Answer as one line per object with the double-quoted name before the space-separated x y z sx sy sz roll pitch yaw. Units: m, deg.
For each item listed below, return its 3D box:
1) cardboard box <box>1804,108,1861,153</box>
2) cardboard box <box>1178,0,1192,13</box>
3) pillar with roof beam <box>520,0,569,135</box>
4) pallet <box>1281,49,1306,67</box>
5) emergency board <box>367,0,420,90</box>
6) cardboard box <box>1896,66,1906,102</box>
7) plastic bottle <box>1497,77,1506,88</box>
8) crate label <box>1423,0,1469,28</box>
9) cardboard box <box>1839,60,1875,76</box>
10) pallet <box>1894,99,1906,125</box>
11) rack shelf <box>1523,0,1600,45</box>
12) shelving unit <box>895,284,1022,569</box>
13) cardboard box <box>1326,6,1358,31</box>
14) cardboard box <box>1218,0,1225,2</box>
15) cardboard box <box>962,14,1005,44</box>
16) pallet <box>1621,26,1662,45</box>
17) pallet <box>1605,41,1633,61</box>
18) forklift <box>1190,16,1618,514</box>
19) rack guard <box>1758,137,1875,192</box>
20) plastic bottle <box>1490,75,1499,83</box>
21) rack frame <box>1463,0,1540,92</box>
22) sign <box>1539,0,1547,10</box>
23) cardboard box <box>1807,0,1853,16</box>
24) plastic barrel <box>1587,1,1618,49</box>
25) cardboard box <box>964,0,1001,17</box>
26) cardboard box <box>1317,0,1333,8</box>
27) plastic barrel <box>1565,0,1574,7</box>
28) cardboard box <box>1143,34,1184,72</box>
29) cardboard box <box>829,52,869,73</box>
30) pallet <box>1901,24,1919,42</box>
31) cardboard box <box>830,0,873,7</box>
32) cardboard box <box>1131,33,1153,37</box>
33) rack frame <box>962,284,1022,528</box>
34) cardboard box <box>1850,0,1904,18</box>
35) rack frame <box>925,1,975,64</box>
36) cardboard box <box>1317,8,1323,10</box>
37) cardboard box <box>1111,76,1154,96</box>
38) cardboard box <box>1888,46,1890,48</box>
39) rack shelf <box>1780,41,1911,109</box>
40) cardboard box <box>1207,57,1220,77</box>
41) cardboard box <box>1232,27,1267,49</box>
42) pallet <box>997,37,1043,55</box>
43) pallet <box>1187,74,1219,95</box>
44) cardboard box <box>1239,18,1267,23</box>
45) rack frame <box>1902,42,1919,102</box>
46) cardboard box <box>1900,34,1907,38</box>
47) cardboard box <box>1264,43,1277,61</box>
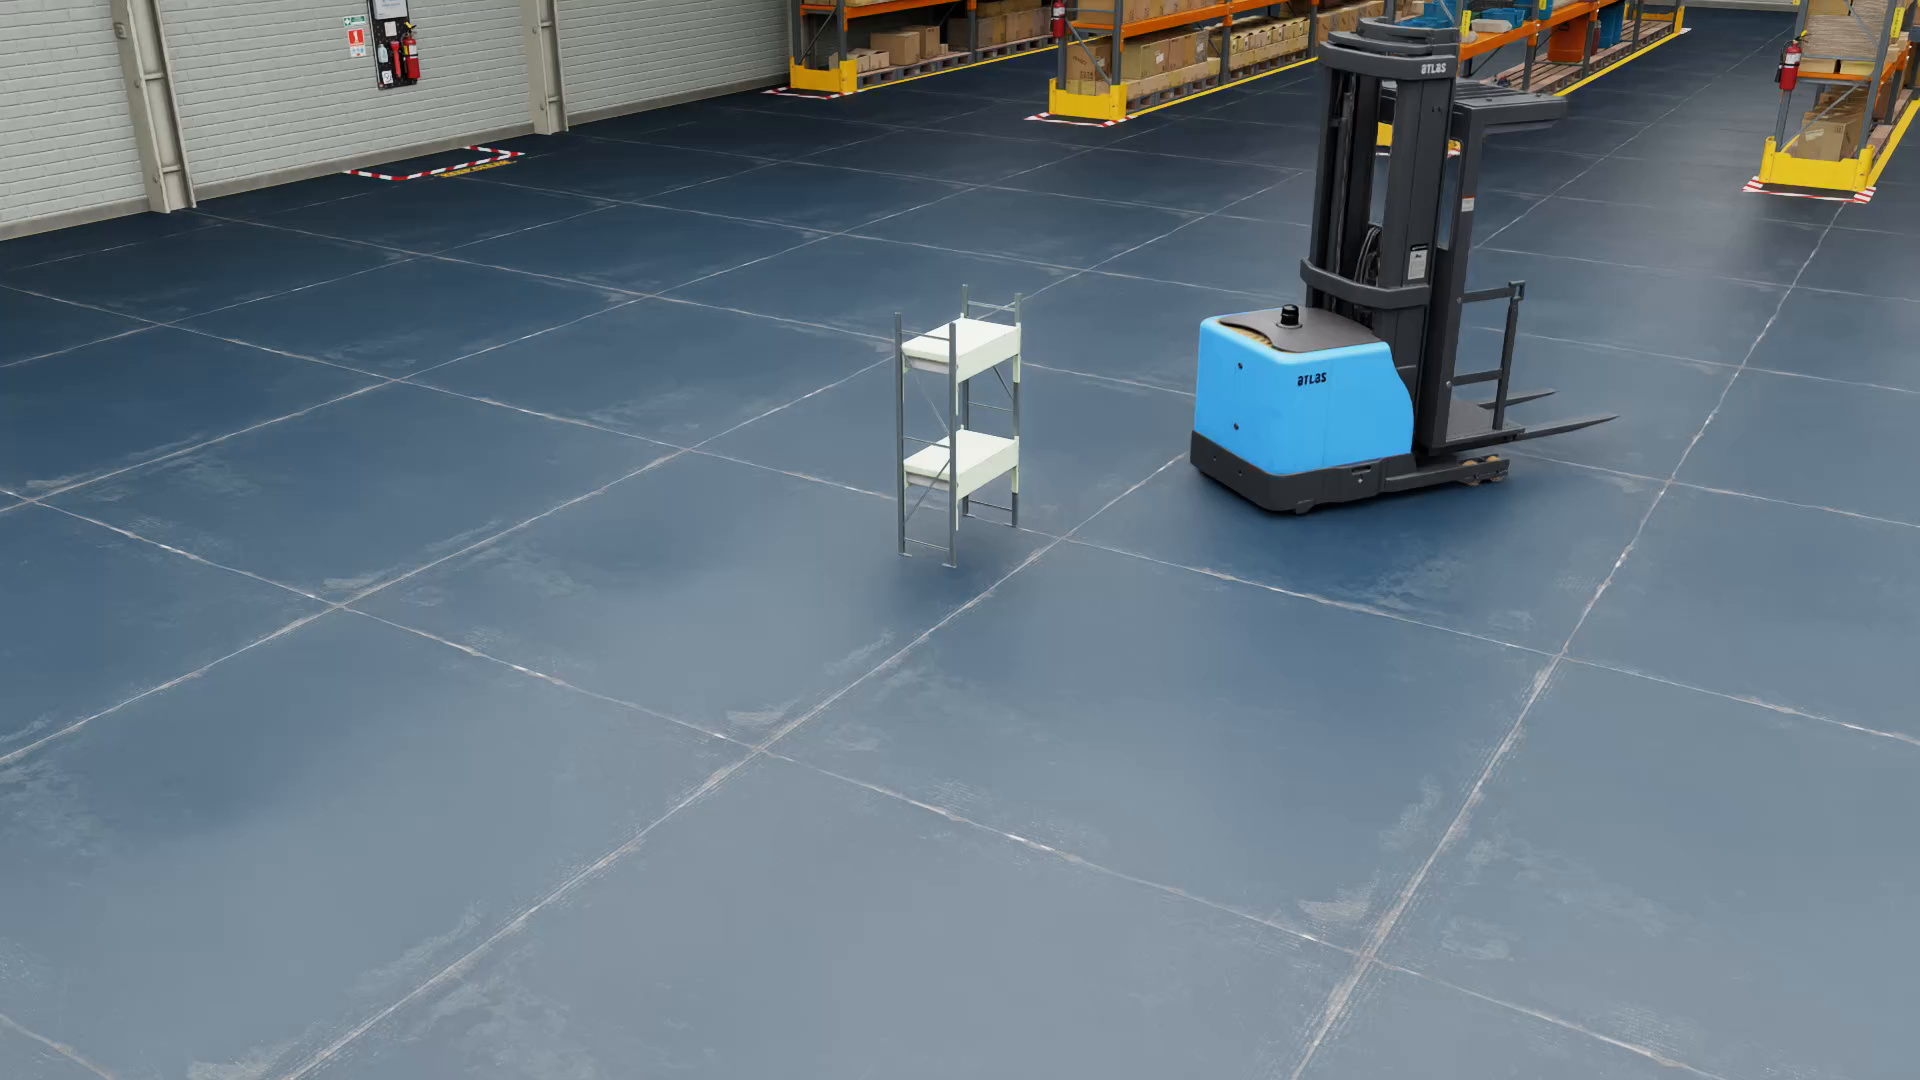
"cardboard box" 10.963 -5.143 20.972 0.500 0.500 0.500 -20 31 -39
"cardboard box" 3.259 -8.655 26.342 0.700 0.500 0.500 14 27 30
"pillar with roof beam" -2.165 -9.038 19.801 9.100 9.000 0.400 14 27 29
"pallet" 5.671 -8.909 30.564 1.003 0.211 1.213 14 27 29
"emergency board" -7.158 -6.361 21.169 0.194 1.169 0.643 14 27 29
"cardboard box" 13.641 -6.823 24.827 0.700 0.500 0.500 16 28 33
"plastic bottle" 8.039 -6.713 24.761 0.144 0.351 0.185 12 26 26
"crate label" 6.866 -7.413 23.554 0.502 0.435 0.616 14 27 29
"cardboard box" 10.686 -5.612 19.754 0.380 0.149 0.250 14 27 29
"pallet" 13.495 -6.428 24.832 1.003 0.211 1.213 14 27 29
"rack shelf" 9.290 -8.414 26.816 1.077 0.370 4.000 14 27 29
"shelving unit" -0.004 -0.686 9.947 0.431 1.500 0.755 14 27 29
"cardboard box" 7.433 -10.130 32.467 0.500 0.500 0.500 13 27 27
"cardboard box" 4.251 -9.215 27.949 0.500 0.250 0.500 16 28 32
"cardboard box" 0.422 -9.637 31.327 0.700 0.500 0.500 13 27 28
"pallet" 13.452 -10.159 33.451 1.003 0.211 1.213 14 27 29
"pallet" 12.012 -9.238 31.323 1.003 0.211 1.213 14 27 29
"forklift" 3.122 -1.886 10.916 3.031 2.935 1.130 -10 25 -22
"rack guard" 10.373 -4.559 20.153 1.175 0.500 0.348 14 27 29
"plastic bottle" 8.018 -6.808 24.980 0.144 0.351 0.185 14 27 29
"rack frame" 8.235 -8.069 25.113 1.000 3.000 0.127 14 27 29
"sign" 8.696 -8.077 24.783 0.100 0.325 0.005 14 27 29
"cardboard box" 10.413 -6.560 19.868 0.500 0.500 0.500 14 27 29
"plastic barrel" 11.780 -9.580 30.716 0.600 0.901 0.708 14 27 29
"cardboard box" 0.422 -9.945 31.096 0.500 0.250 0.500 13 27 28
"cardboard box" 6.995 -10.588 32.581 0.500 0.250 0.500 13 27 28
"plastic barrel" 9.761 -8.936 26.976 0.421 0.512 0.421 0 23 0
"cardboard box" 3.184 -7.673 26.188 0.500 0.500 0.500 14 27 29
"cardboard box" -1.850 -7.978 27.733 0.500 0.311 0.500 11 26 23
"pallet" 12.969 -7.170 23.279 1.003 0.211 1.213 14 27 29
"cardboard box" -1.765 -8.834 27.043 0.500 0.250 0.500 13 27 27
"cardboard box" 2.729 -7.786 26.447 0.500 0.500 0.500 14 27 29
"rack frame" 0.190 -0.810 10.232 0.400 1.500 0.023 14 27 29
"cardboard box" 10.854 -6.451 19.616 0.500 0.500 0.500 14 27 29
"rack frame" -0.182 -10.145 29.909 1.000 3.000 0.127 14 27 29
"cardboard box" 6.706 -10.053 32.288 0.500 0.500 0.500 13 27 27
"cardboard box" 2.651 -6.993 25.560 0.500 0.250 0.500 14 27 29
"cardboard box" 11.578 -6.210 21.135 0.380 0.149 0.250 14 27 29
"rack shelf" 11.388 -6.026 21.299 1.077 0.370 4.000 14 27 29
"cardboard box" 3.970 -7.837 27.510 0.500 0.250 0.500 14 27 29
"cardboard box" 4.999 -8.727 28.859 0.500 0.311 0.500 13 27 27
"pallet" 0.870 -9.542 32.026 1.003 0.211 1.213 14 27 29
"pallet" 3.574 -7.569 27.468 1.003 0.211 1.213 14 27 29
"cardboard box" 5.343 -9.352 30.304 0.500 0.311 0.500 13 27 28
"rack frame" 14.553 -8.381 25.834 1.000 3.000 0.127 14 27 29
"cardboard box" 12.439 -6.699 22.265 0.380 0.149 0.250 14 27 29
"cardboard box" 5.263 -8.642 29.371 0.500 0.250 0.500 14 27 30
